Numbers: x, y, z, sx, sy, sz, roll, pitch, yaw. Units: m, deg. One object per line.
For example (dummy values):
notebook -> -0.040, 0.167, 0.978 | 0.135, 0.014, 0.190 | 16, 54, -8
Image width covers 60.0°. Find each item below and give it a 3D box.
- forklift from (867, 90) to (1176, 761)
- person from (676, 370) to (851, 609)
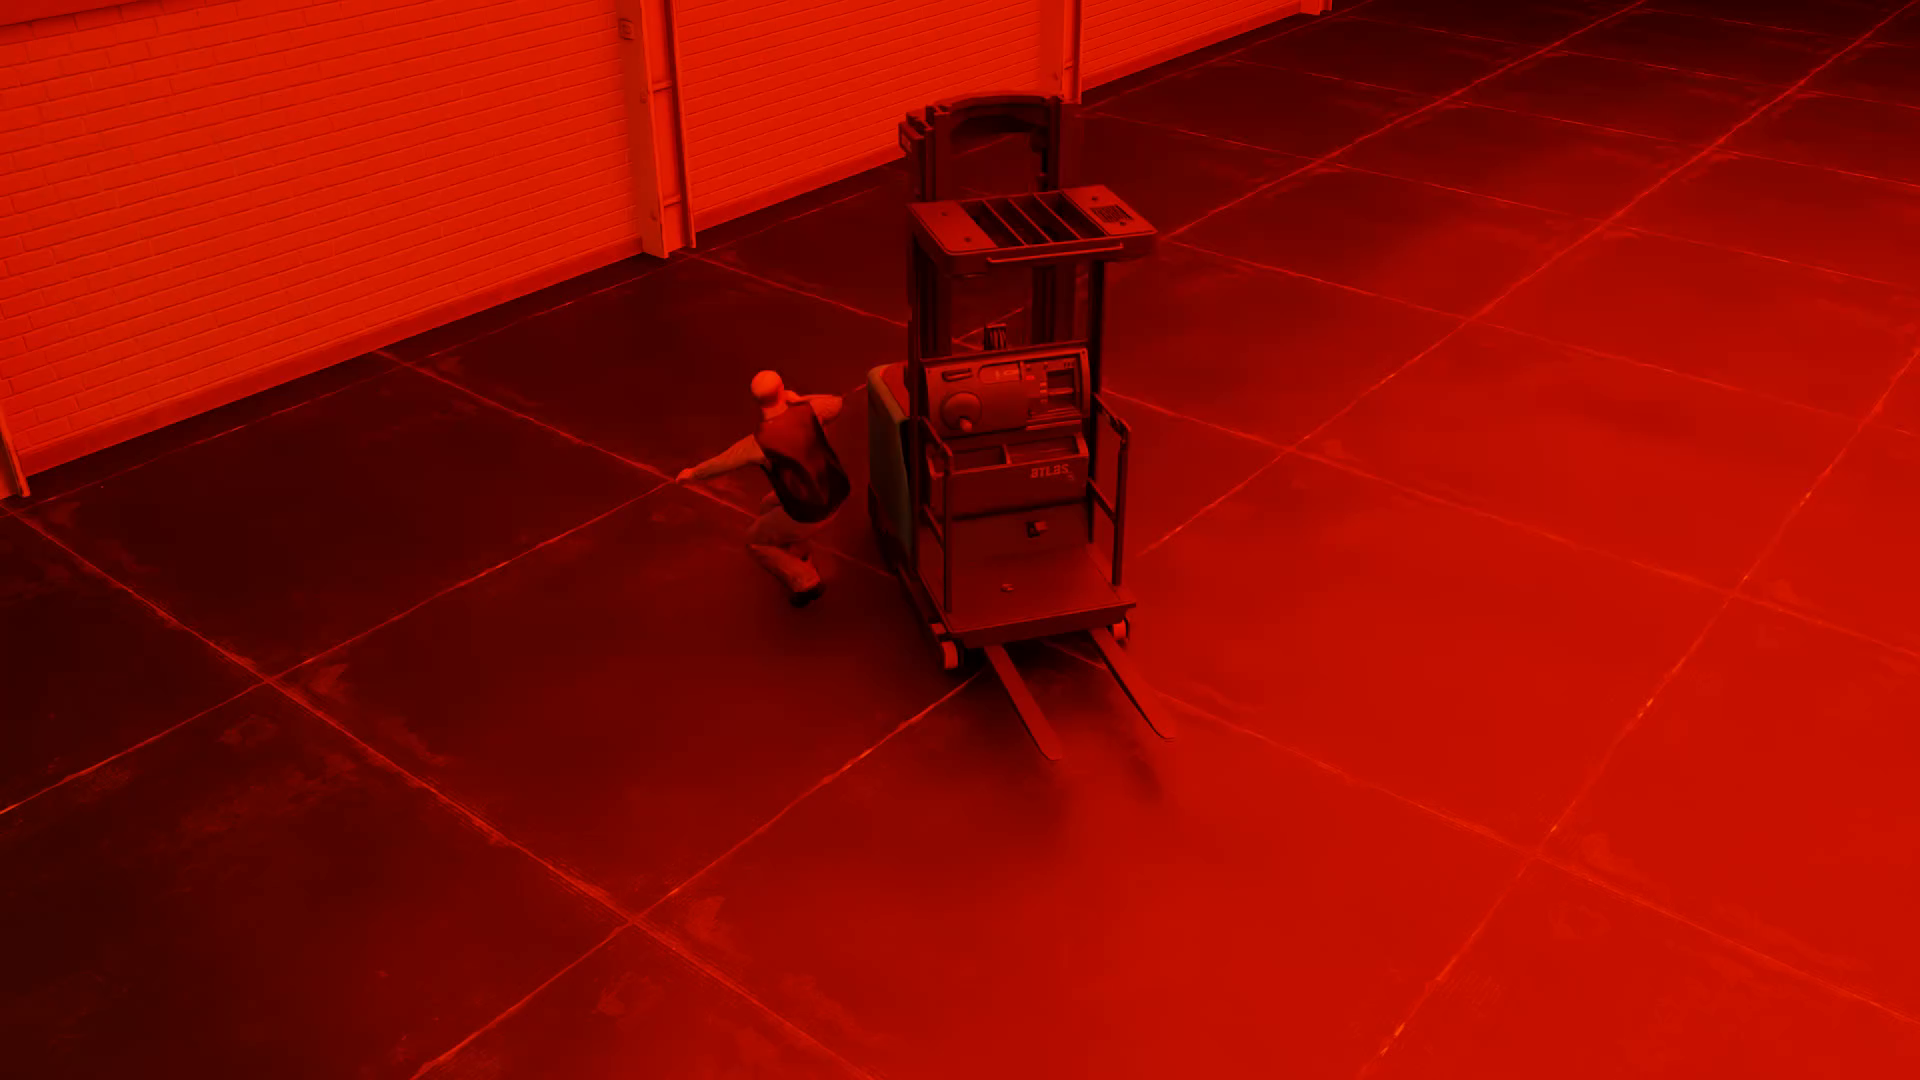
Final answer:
forklift -> 0.329, -0.765, 8.904 | 1.130, 2.935, 3.031 | -9, 31, -15
person -> -1.086, -0.340, 9.618 | 0.958, 1.453, 0.767 | 15, 34, 24
